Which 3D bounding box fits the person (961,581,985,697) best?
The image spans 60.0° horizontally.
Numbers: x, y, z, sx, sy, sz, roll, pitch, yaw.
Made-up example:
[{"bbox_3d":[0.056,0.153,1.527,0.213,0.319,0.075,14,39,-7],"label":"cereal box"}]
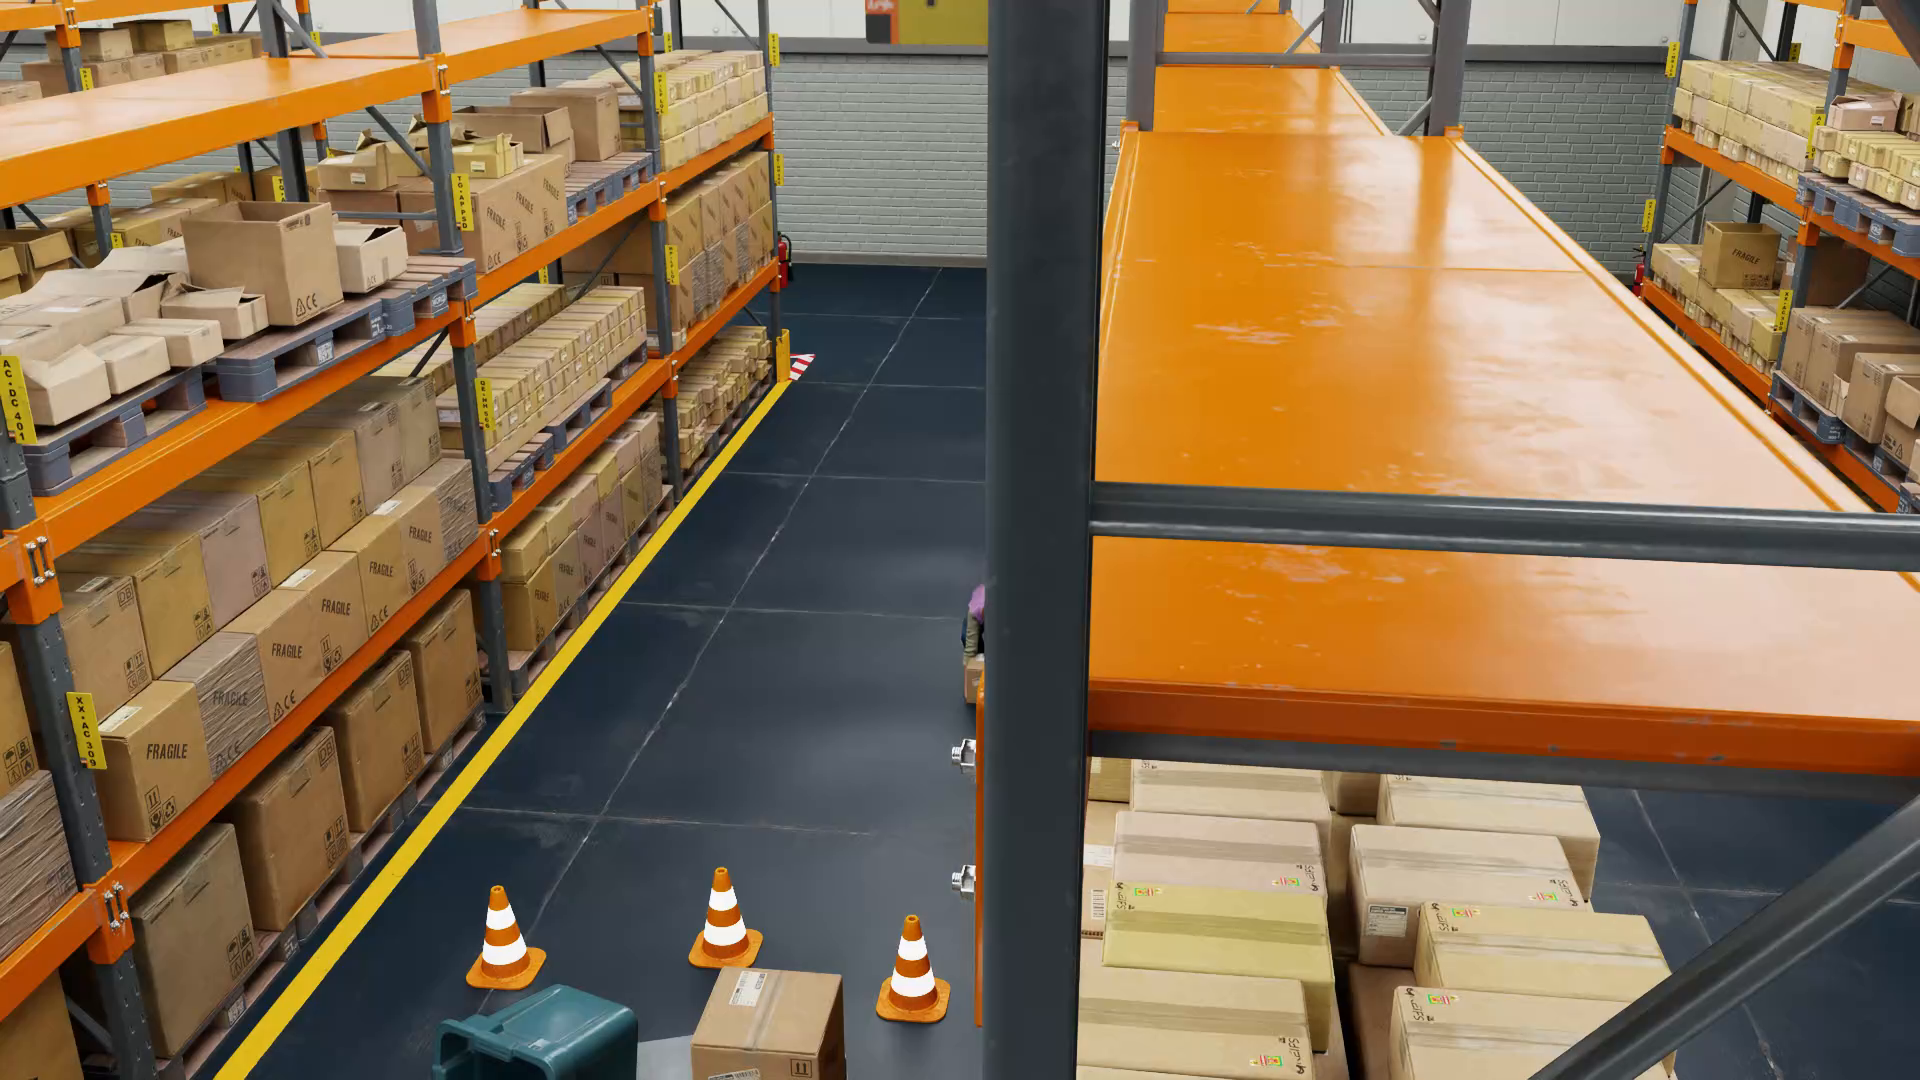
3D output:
[{"bbox_3d":[0.226,0.627,11.166,0.427,0.734,0.847,2,22,5],"label":"person"}]
